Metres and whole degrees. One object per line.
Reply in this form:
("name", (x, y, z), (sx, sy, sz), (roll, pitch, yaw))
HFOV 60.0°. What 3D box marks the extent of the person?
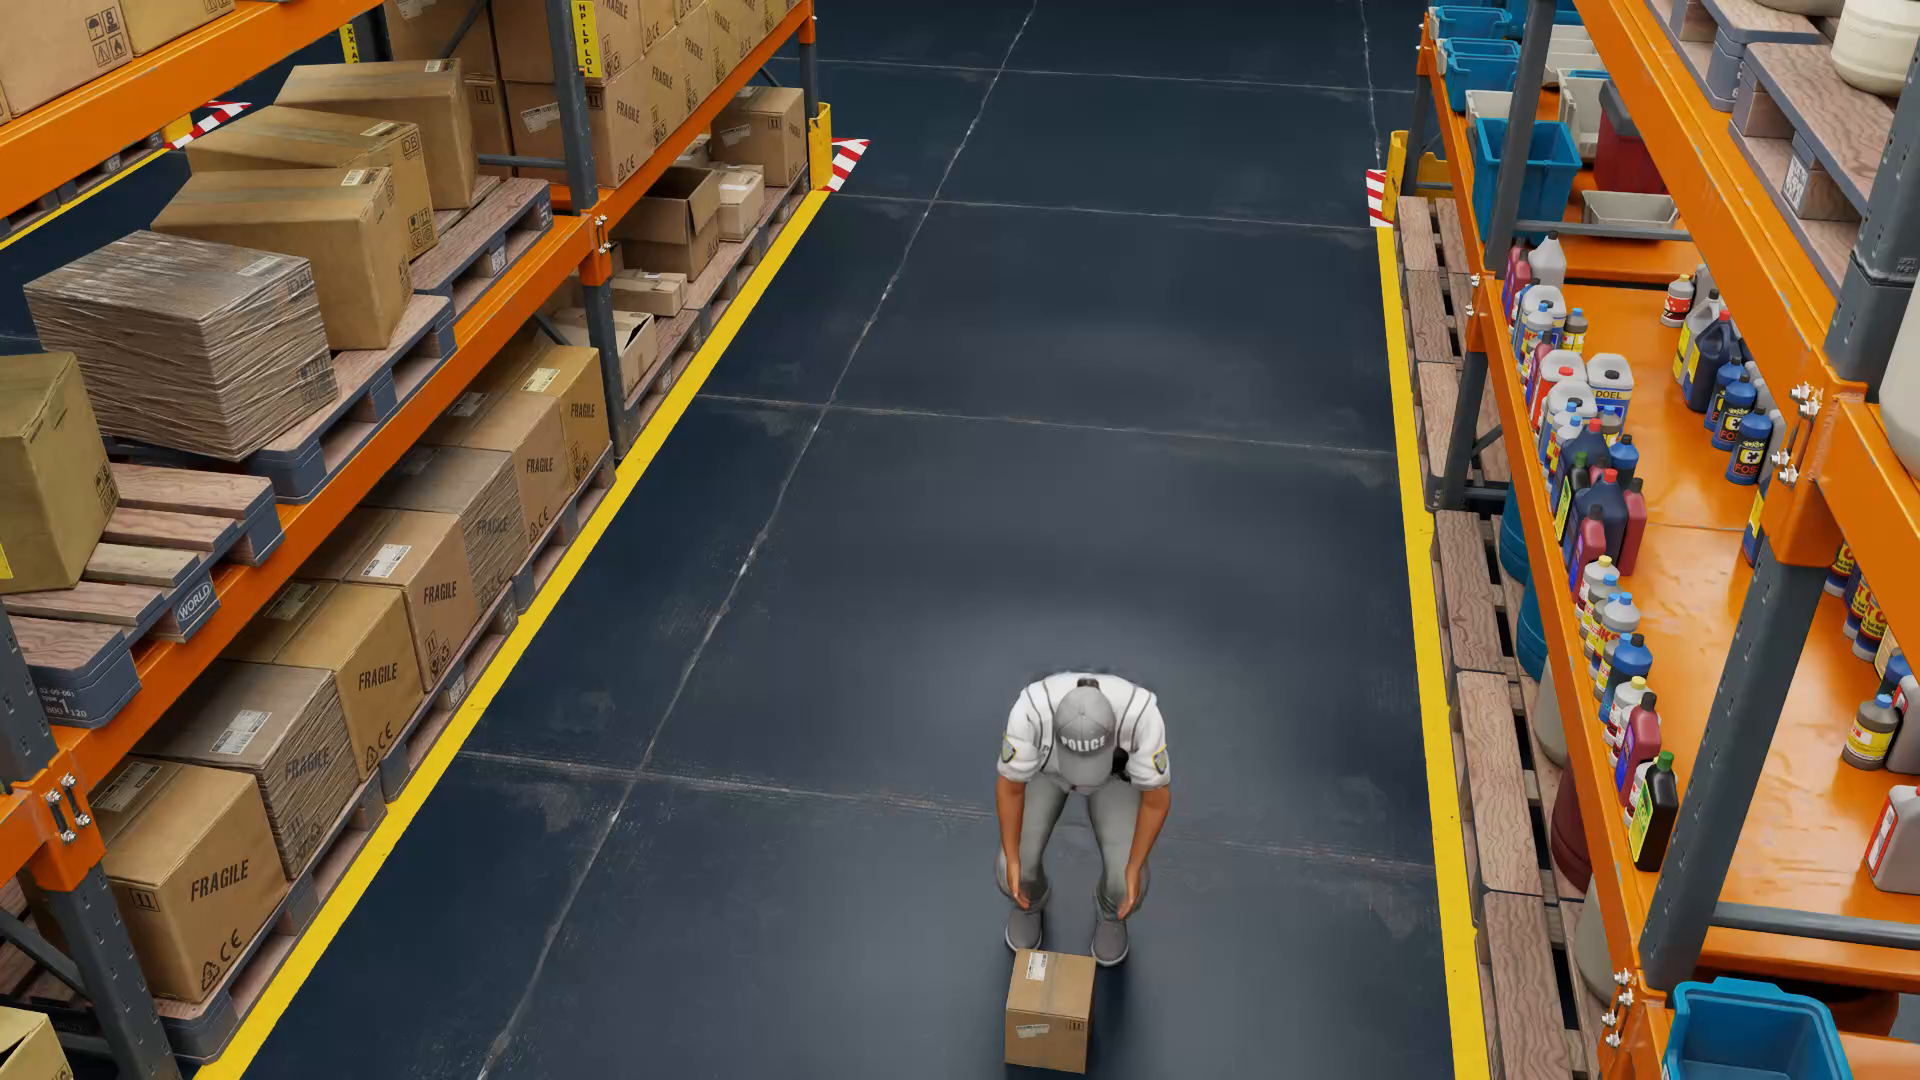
("person", (0.390, 0.824, 5.226), (0.538, 1.265, 0.786), (5, 33, 8))
